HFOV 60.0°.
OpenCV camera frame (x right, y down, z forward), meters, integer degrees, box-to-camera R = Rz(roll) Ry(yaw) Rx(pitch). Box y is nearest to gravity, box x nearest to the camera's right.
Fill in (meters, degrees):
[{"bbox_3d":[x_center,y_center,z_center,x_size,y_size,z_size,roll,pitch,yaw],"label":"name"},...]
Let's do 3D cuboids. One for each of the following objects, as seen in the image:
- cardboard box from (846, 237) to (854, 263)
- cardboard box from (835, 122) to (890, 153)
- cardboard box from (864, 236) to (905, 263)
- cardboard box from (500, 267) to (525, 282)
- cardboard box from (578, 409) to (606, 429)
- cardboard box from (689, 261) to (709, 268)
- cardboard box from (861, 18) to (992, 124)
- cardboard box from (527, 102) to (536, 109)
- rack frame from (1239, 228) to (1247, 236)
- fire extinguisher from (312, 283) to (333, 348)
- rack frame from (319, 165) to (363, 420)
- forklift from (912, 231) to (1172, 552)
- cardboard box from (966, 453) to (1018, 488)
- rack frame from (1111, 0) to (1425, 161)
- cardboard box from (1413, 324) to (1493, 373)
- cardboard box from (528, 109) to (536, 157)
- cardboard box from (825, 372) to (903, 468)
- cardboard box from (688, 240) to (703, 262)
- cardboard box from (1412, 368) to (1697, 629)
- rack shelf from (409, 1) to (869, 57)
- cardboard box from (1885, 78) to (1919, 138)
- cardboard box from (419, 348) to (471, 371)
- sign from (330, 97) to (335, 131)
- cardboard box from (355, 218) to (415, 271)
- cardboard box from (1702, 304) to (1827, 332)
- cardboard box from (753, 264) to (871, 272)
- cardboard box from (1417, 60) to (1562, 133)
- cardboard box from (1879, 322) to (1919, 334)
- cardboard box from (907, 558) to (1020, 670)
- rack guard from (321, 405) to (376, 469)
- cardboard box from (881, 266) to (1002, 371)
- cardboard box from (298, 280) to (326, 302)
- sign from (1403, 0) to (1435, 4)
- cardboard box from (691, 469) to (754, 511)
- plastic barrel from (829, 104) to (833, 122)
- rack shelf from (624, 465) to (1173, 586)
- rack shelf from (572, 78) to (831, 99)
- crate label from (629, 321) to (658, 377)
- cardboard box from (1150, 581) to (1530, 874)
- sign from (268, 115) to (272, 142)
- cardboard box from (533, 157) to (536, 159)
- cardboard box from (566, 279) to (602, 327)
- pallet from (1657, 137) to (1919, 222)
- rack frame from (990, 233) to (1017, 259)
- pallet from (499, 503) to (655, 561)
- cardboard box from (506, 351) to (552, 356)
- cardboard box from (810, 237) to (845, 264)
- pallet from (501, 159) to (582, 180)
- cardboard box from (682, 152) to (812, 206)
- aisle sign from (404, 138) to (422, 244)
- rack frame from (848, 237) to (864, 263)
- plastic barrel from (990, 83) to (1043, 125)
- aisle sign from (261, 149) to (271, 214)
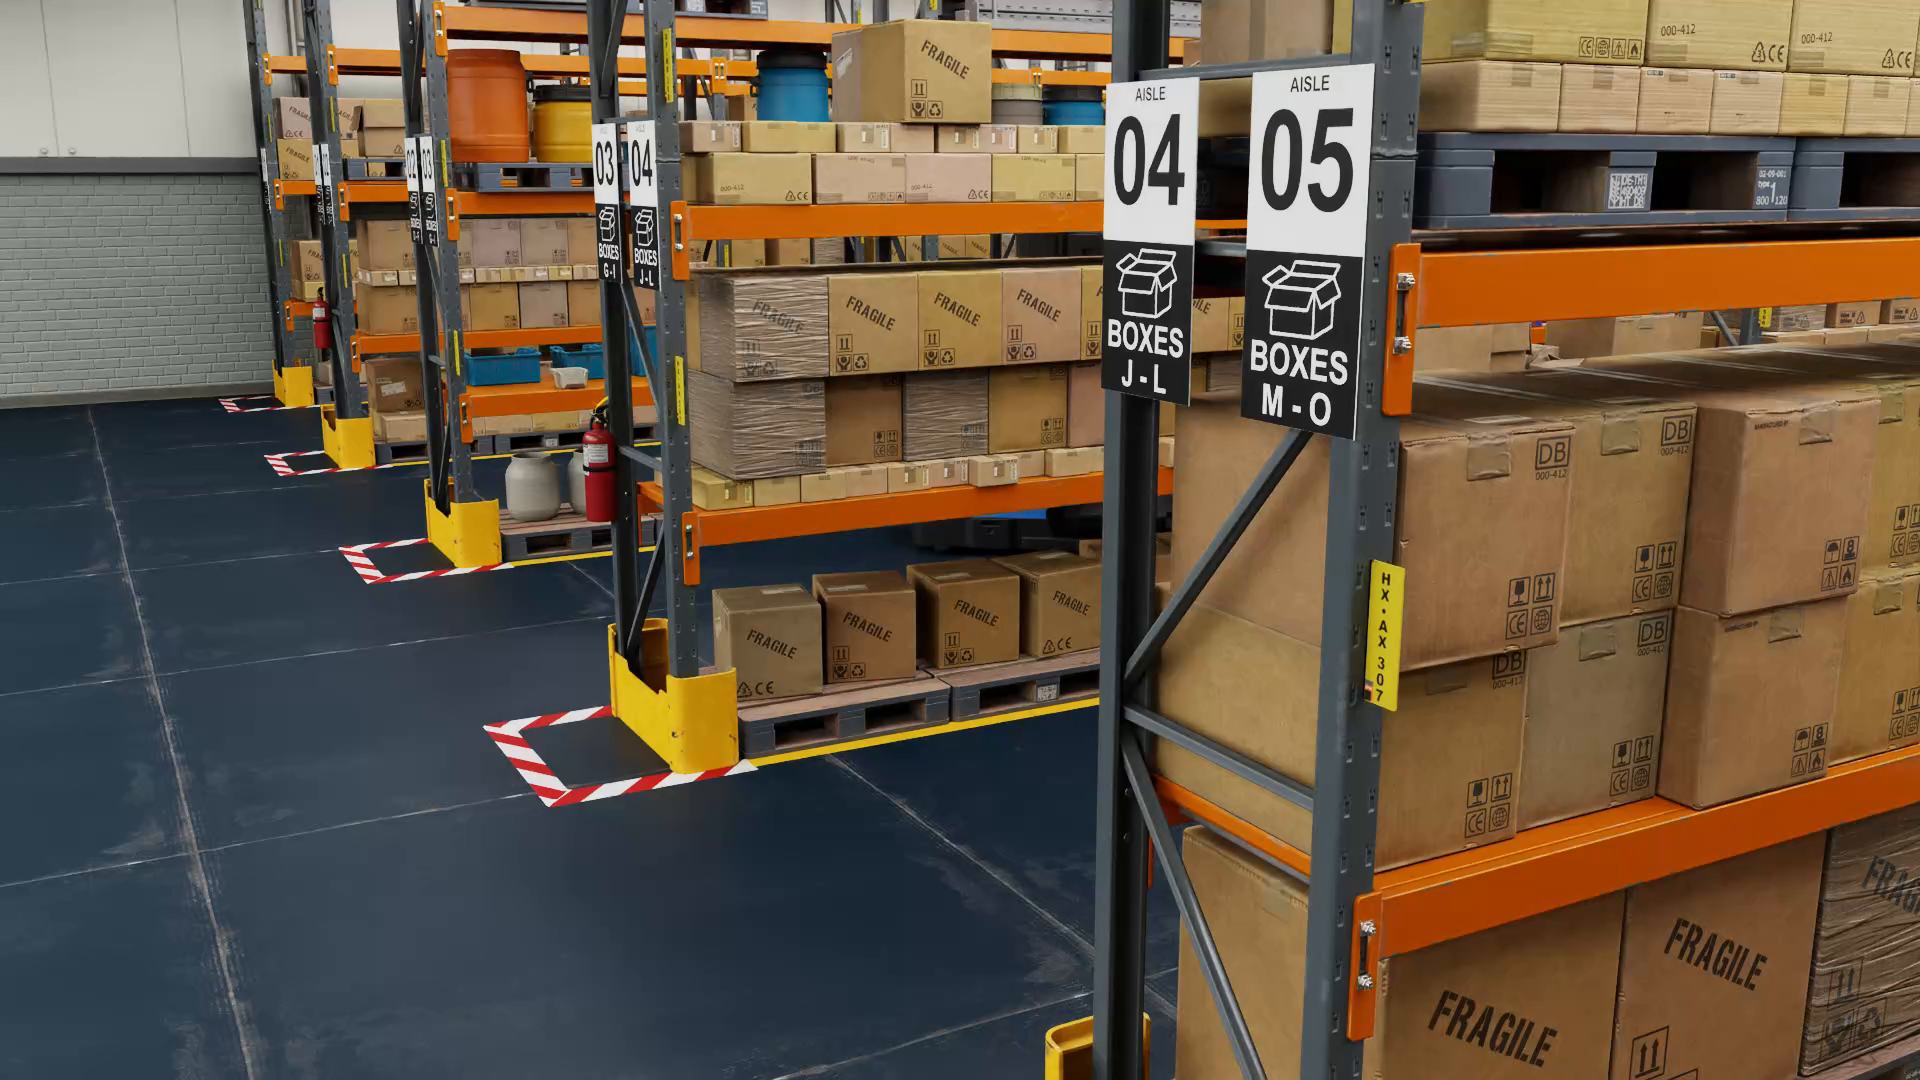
[{"bbox_3d":[-1.418,-4.411,25.426,0.500,0.500,0.500,-7,14,-28],"label":"cardboard box"},{"bbox_3d":[-0.546,-2.044,8.463,0.250,0.149,0.380,-6,14,-26],"label":"cardboard box"},{"bbox_3d":[-1.158,-4.312,24.988,0.500,0.500,0.500,-6,14,-26],"label":"cardboard box"},{"bbox_3d":[-4.775,-2.812,17.566,0.250,0.149,0.380,-7,14,-29],"label":"cardboard box"},{"bbox_3d":[-4.018,-1.398,18.296,0.500,0.250,0.500,-7,14,-28],"label":"cardboard box"},{"bbox_3d":[-2.977,-3.027,18.523,0.250,0.149,0.380,-7,14,-28],"label":"cardboard box"},{"bbox_3d":[-0.176,-2.407,8.596,0.500,0.500,0.500,-7,14,-28],"label":"cardboard box"},{"bbox_3d":[-5.527,-5.591,22.237,0.500,0.500,0.500,-8,15,-33],"label":"cardboard box"},{"bbox_3d":[3.040,-2.198,16.542,0.127,3.000,1.000,-7,14,-28],"label":"rack frame"},{"bbox_3d":[-6.678,-2.350,17.397,0.183,0.674,0.296,-7,14,-28],"label":"fire extinguisher"},{"bbox_3d":[-6.352,-2.311,17.046,0.127,3.000,1.000,-7,14,-28],"label":"rack frame"},{"bbox_3d":[1.176,-1.391,13.115,3.031,2.935,1.130,1,13,6],"label":"forklift"},{"bbox_3d":[0.119,-0.402,9.136,0.250,0.149,0.380,-7,14,-28],"label":"cardboard box"},{"bbox_3d":[0.679,-2.362,3.608,0.127,3.000,1.000,-7,14,-28],"label":"rack frame"},{"bbox_3d":[2.667,-1.376,10.571,1.000,1.000,1.000,-7,14,-27],"label":"cardboard box"},{"bbox_3d":[-4.347,-4.370,17.852,0.637,0.503,0.797,-5,14,-22],"label":"cardboard box"},{"bbox_3d":[-0.731,-0.724,9.088,0.500,0.500,0.875,-7,14,-28],"label":"cardboard box"},{"bbox_3d":[-3.227,-3.366,18.549,0.500,0.500,0.700,-7,14,-28],"label":"cardboard box"},{"bbox_3d":[1.462,-0.142,4.608,0.550,0.550,0.875,-7,14,-28],"label":"cardboard box"},{"bbox_3d":[-2.226,-3.947,13.202,4.000,0.370,1.077,-7,14,-28],"label":"rack shelf"},{"bbox_3d":[2.465,-1.163,4.503,0.250,0.149,0.380,-7,14,-27],"label":"cardboard box"},{"bbox_3d":[-6.910,-2.443,22.325,0.500,0.500,0.700,-8,15,-31],"label":"cardboard box"},{"bbox_3d":[-6.091,-4.132,16.134,0.005,0.325,0.100,-7,14,-28],"label":"sign"},{"bbox_3d":[-5.889,-3.045,17.124,0.500,0.500,0.700,-7,14,-28],"label":"cardboard box"},{"bbox_3d":[6.063,-1.855,12.508,0.637,0.503,0.797,-6,14,-26],"label":"cardboard box"},{"bbox_3d":[-0.808,-1.242,9.115,0.500,0.500,0.500,-7,14,-28],"label":"cardboard box"},{"bbox_3d":[1.134,-1.004,3.793,0.250,0.149,0.380,-7,14,-27],"label":"cardboard box"},{"bbox_3d":[7.310,-1.452,13.002,0.500,0.500,0.500,-7,14,-28],"label":"cardboard box"},{"bbox_3d":[0.015,0.419,9.652,0.500,0.500,0.500,-5,14,-23],"label":"cardboard box"},{"bbox_3d":[-6.373,-1.089,17.309,0.348,0.500,1.175,-7,14,-28],"label":"rack guard"},{"bbox_3d":[-0.115,-1.193,8.894,0.500,0.500,0.500,-7,14,-28],"label":"cardboard box"},{"bbox_3d":[-8.148,-3.192,21.257,0.500,0.250,0.500,-7,15,-29],"label":"cardboard box"},{"bbox_3d":[0.940,-1.256,3.355,0.005,0.325,0.100,-7,14,-28],"label":"sign"},{"bbox_3d":[-1.244,-0.263,8.518,0.250,0.149,0.380,-7,14,-28],"label":"cardboard box"},{"bbox_3d":[-0.943,-3.492,14.251,0.421,0.512,0.421,0,13,0],"label":"plastic barrel"},{"bbox_3d":[0.147,-0.261,9.575,4.000,0.370,1.077,-7,14,-28],"label":"rack shelf"},{"bbox_3d":[-3.462,-6.277,23.555,4.000,0.370,1.077,-7,14,-28],"label":"rack shelf"},{"bbox_3d":[-2.496,-1.619,13.891,0.616,0.435,0.502,-7,14,-28],"label":"crate label"},{"bbox_3d":[0.983,0.444,4.462,0.550,0.550,0.875,-7,14,-28],"label":"cardboard box"},{"bbox_3d":[-8.468,-5.050,20.396,0.005,0.325,0.100,-7,14,-28],"label":"sign"},{"bbox_3d":[-5.545,-5.107,22.364,0.500,0.500,0.500,-6,14,-26],"label":"cardboard box"},{"bbox_3d":[-4.129,-2.624,18.209,0.500,0.500,0.700,-7,14,-27],"label":"cardboard box"},{"bbox_3d":[2.398,-1.064,4.877,1.213,0.211,1.003,-7,14,-28],"label":"pallet"},{"bbox_3d":[0.670,-3.153,20.785,0.127,3.000,1.000,-7,14,-28],"label":"rack frame"},{"bbox_3d":[-3.222,-0.097,13.560,1.213,0.211,1.003,-7,14,-28],"label":"pallet"},{"bbox_3d":[-4.713,-1.814,18.437,0.500,0.500,0.500,-7,14,-28],"label":"cardboard box"},{"bbox_3d":[-2.114,-4.319,24.738,0.500,0.500,0.700,-9,15,-34],"label":"cardboard box"},{"bbox_3d":[-4.646,-3.930,17.609,1.213,0.211,1.003,-7,14,-28],"label":"pallet"},{"bbox_3d":[-1.062,-1.793,8.252,0.500,0.250,0.500,-6,14,-26],"label":"cardboard box"},{"bbox_3d":[-4.187,-2.674,12.738,0.004,0.787,0.394,-7,14,-28],"label":"aisle sign"},{"bbox_3d":[-1.707,-4.107,25.026,0.127,3.000,1.000,-7,14,-28],"label":"rack frame"},{"bbox_3d":[0.446,-3.649,15.017,0.600,0.901,0.600,0,13,0],"label":"plastic barrel"},{"bbox_3d":[-8.648,-4.468,20.710,0.004,0.787,0.394,-7,14,-28],"label":"aisle sign"}]
